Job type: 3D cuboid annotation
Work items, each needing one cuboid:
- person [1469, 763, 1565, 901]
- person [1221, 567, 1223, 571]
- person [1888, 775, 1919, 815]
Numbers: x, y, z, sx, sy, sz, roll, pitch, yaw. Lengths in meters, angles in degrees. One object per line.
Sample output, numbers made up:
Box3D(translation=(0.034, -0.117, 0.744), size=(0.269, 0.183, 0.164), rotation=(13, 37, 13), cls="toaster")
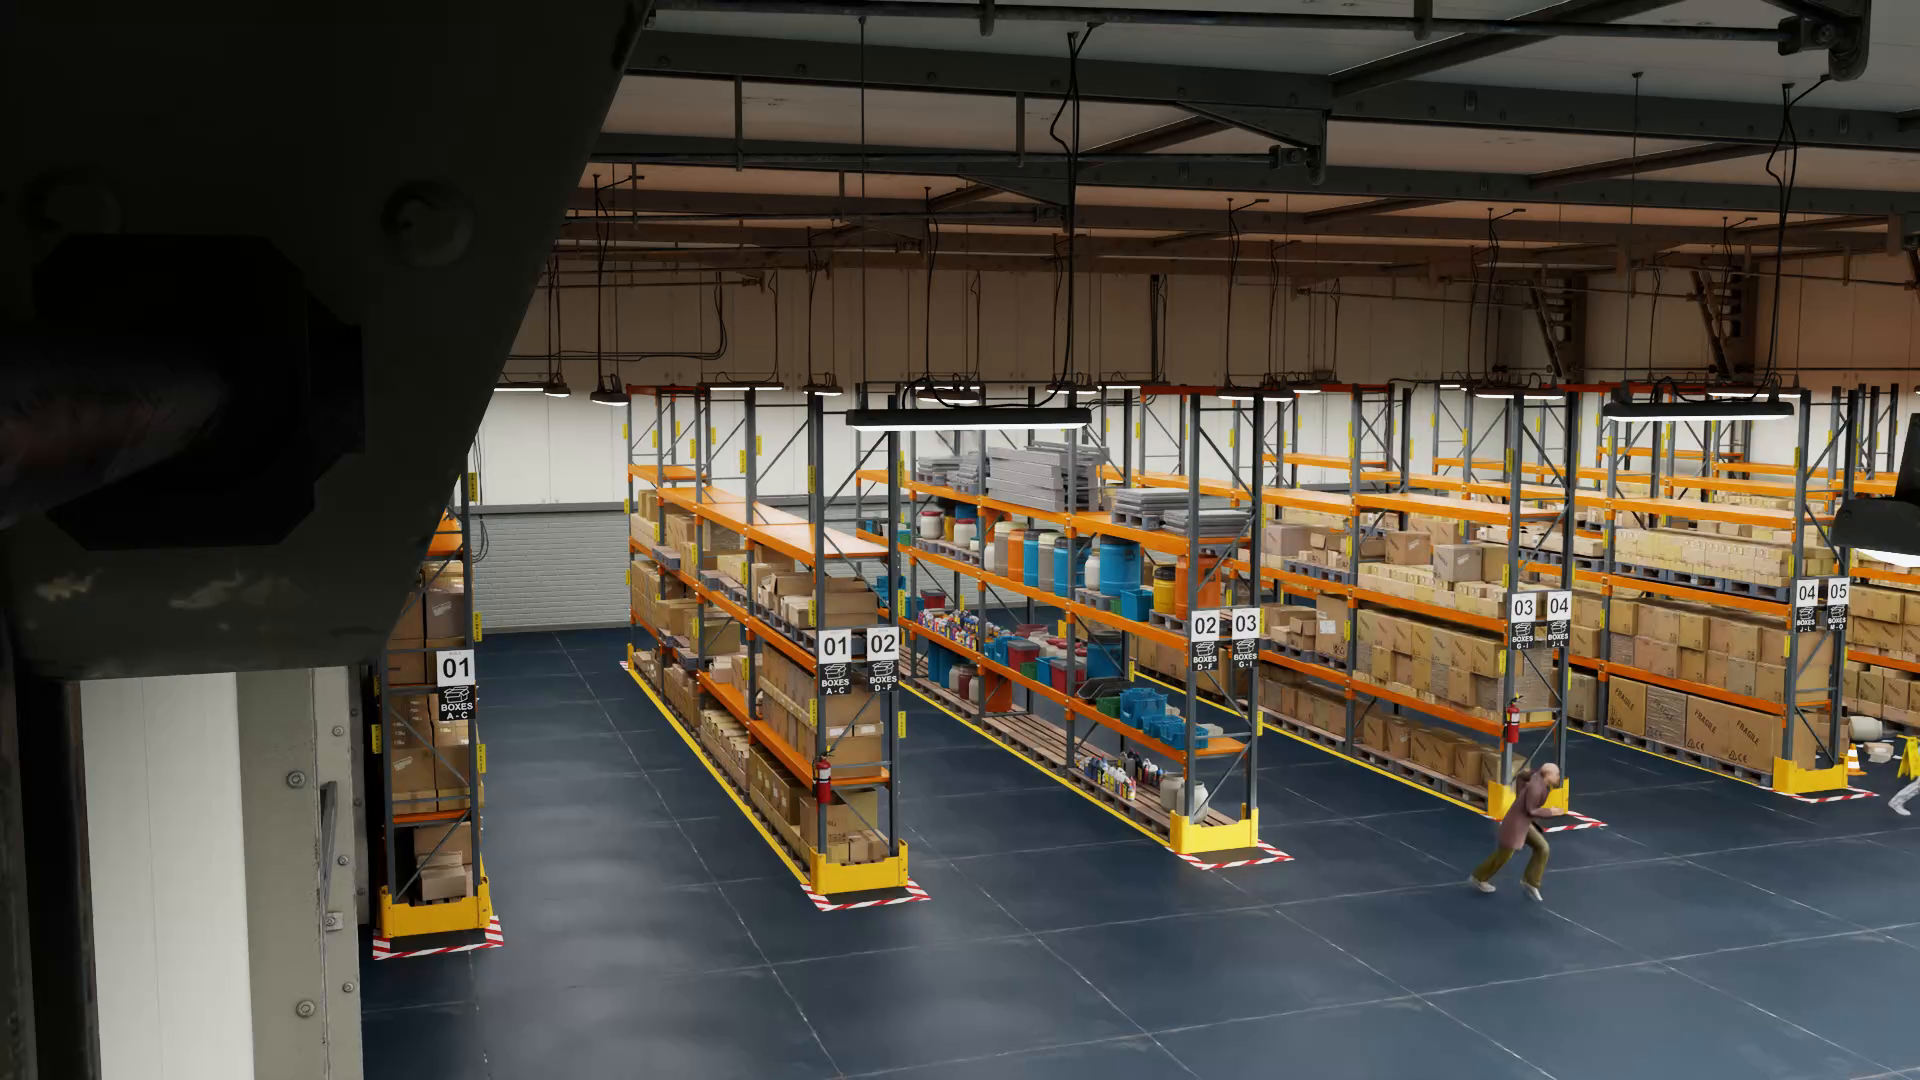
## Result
Box3D(translation=(6.664, 3.477, 19.901), size=(1.072, 1.729, 0.752), rotation=(3, 6, 24), cls="person")
Box3D(translation=(6.019, 1.427, 39.356), size=(0.746, 1.720, 0.530), rotation=(0, 6, 2), cls="person")
Box3D(translation=(13.584, 3.122, 23.214), size=(1.042, 1.732, 0.728), rotation=(3, 7, 25), cls="person")
